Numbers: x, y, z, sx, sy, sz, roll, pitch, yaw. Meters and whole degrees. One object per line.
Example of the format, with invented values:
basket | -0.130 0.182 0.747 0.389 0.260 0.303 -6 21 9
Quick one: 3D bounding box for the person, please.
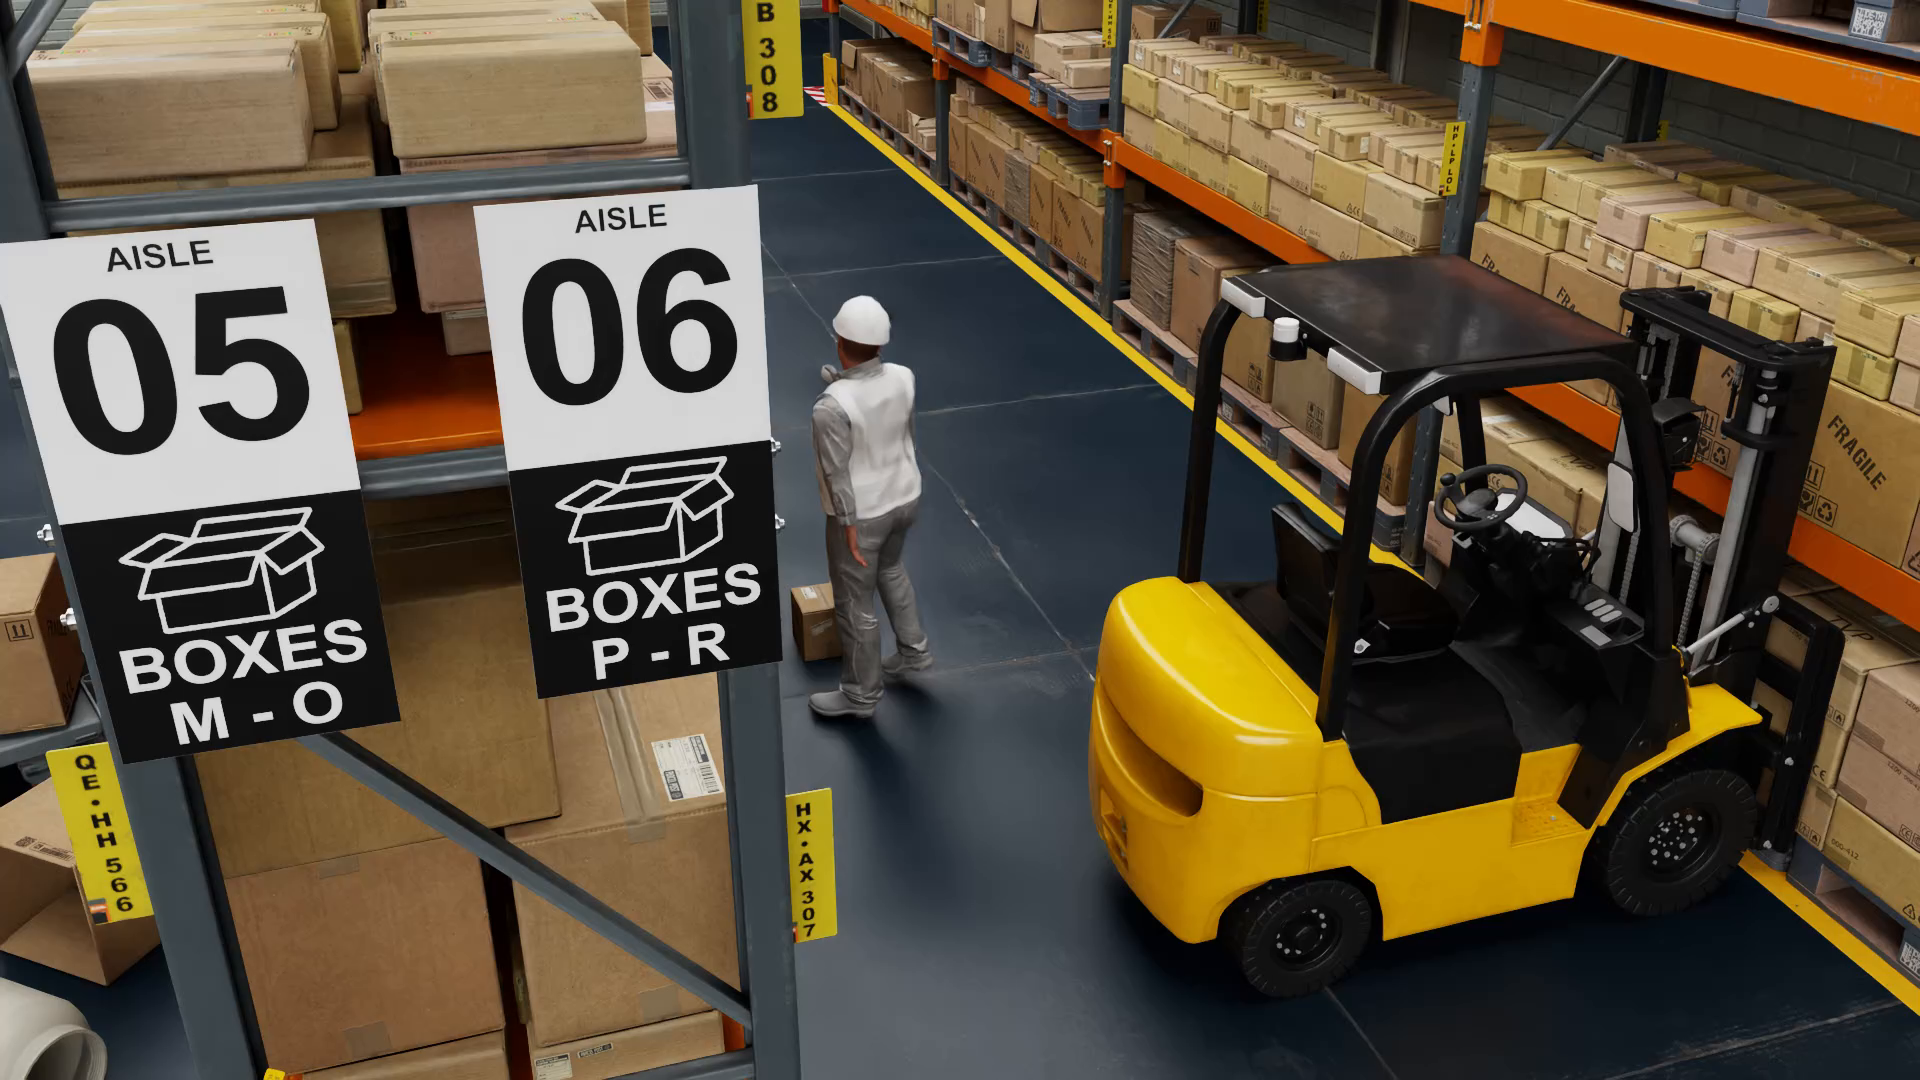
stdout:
person | -0.389 -0.141 6.817 0.376 1.777 0.571 22 33 37
